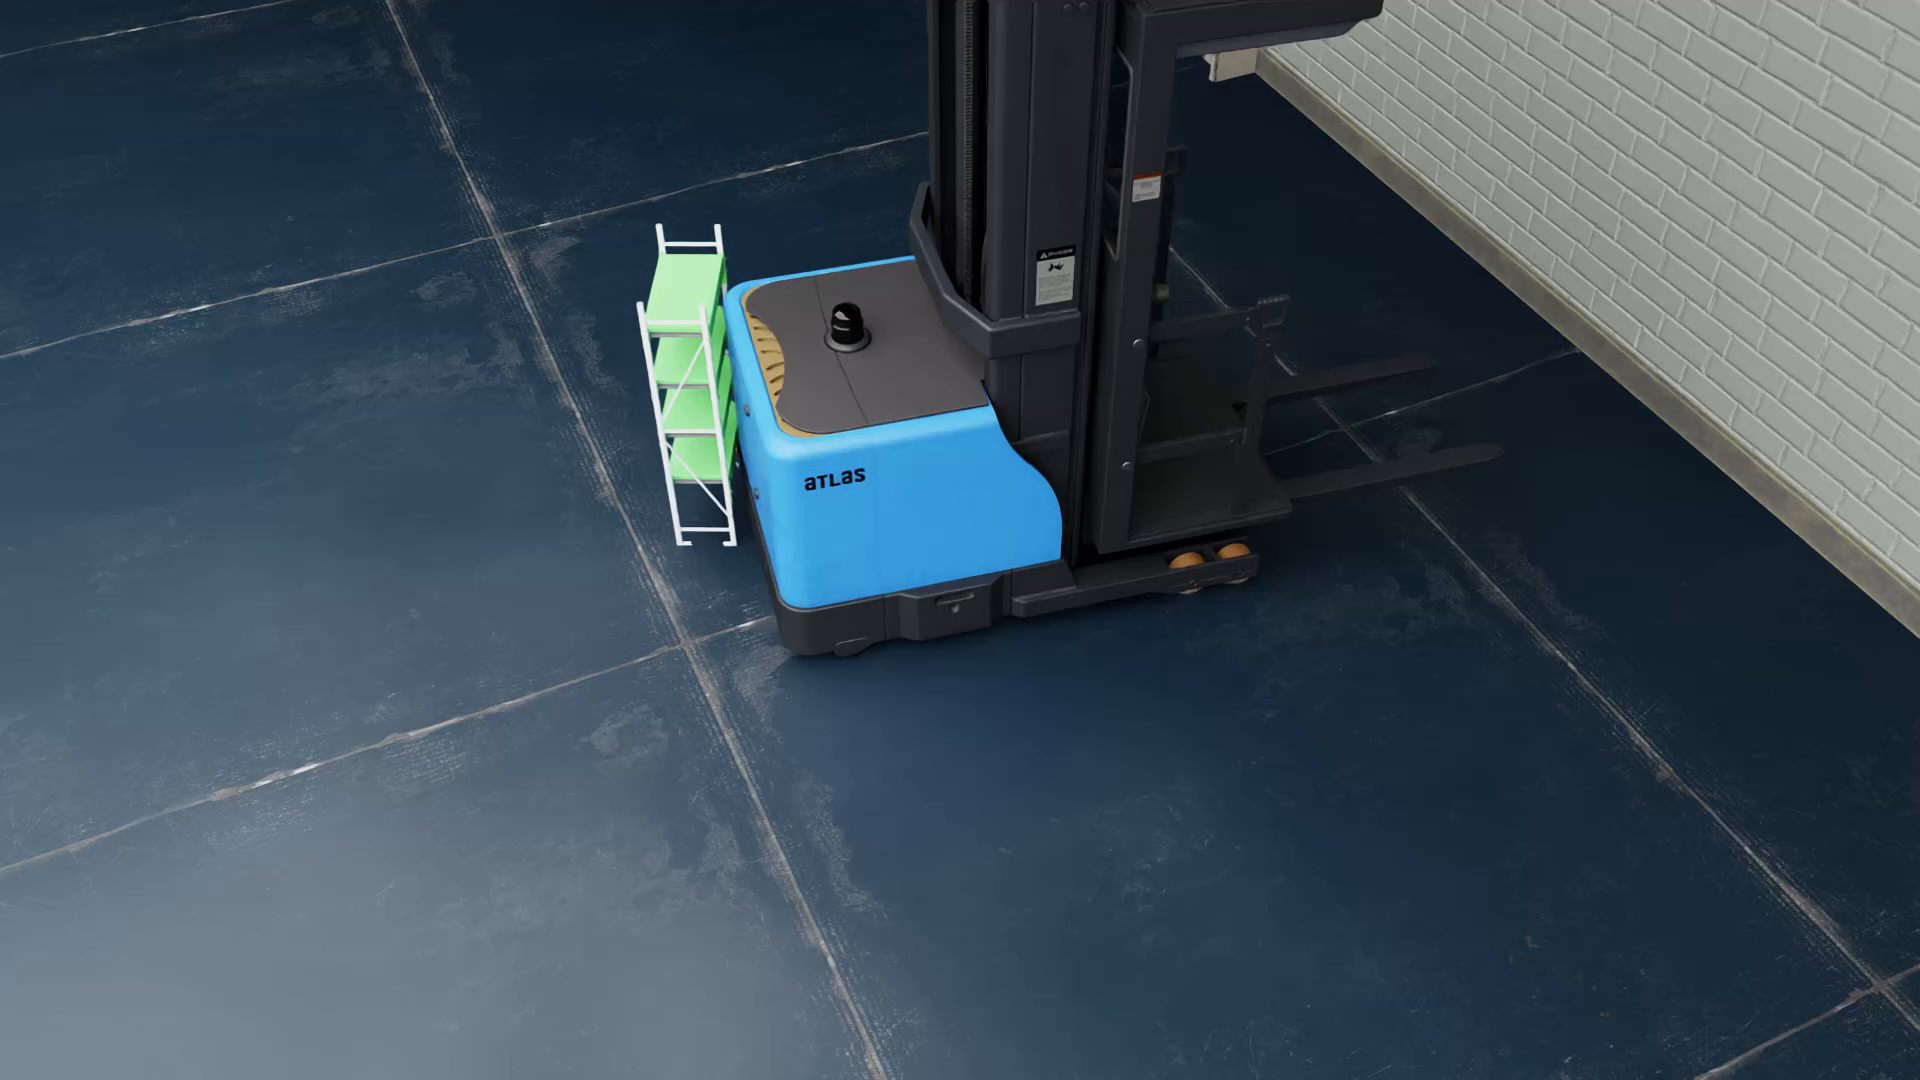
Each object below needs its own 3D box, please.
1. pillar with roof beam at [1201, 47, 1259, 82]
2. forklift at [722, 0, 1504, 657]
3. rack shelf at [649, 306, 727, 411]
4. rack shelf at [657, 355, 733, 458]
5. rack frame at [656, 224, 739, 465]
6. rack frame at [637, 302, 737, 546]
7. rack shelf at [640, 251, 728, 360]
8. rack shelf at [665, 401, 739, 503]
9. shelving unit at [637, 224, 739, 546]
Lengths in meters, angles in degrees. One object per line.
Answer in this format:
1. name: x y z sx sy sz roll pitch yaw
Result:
1. pillar with roof beam: -2.423 -4.679 5.085 9.100 9.000 0.400 -18 47 -17
2. forklift: 0.678 -1.181 5.860 3.031 2.935 1.130 -11 46 -11
3. rack shelf: -1.022 -0.707 6.361 0.258 0.148 0.480 0 45 0
4. rack shelf: -1.022 -0.536 6.530 0.258 0.148 0.480 0 45 0
5. rack frame: -1.019 -0.753 6.659 0.240 1.200 0.015 0 45 0
6. rack frame: -1.024 -0.410 6.311 0.240 1.200 0.015 0 45 0
7. rack shelf: -1.022 -0.878 6.193 0.258 0.148 0.480 0 45 0
8. rack shelf: -1.021 -0.365 6.698 0.258 0.148 0.480 0 45 0
9. shelving unit: -1.022 -0.582 6.485 0.258 1.200 0.503 0 45 0
